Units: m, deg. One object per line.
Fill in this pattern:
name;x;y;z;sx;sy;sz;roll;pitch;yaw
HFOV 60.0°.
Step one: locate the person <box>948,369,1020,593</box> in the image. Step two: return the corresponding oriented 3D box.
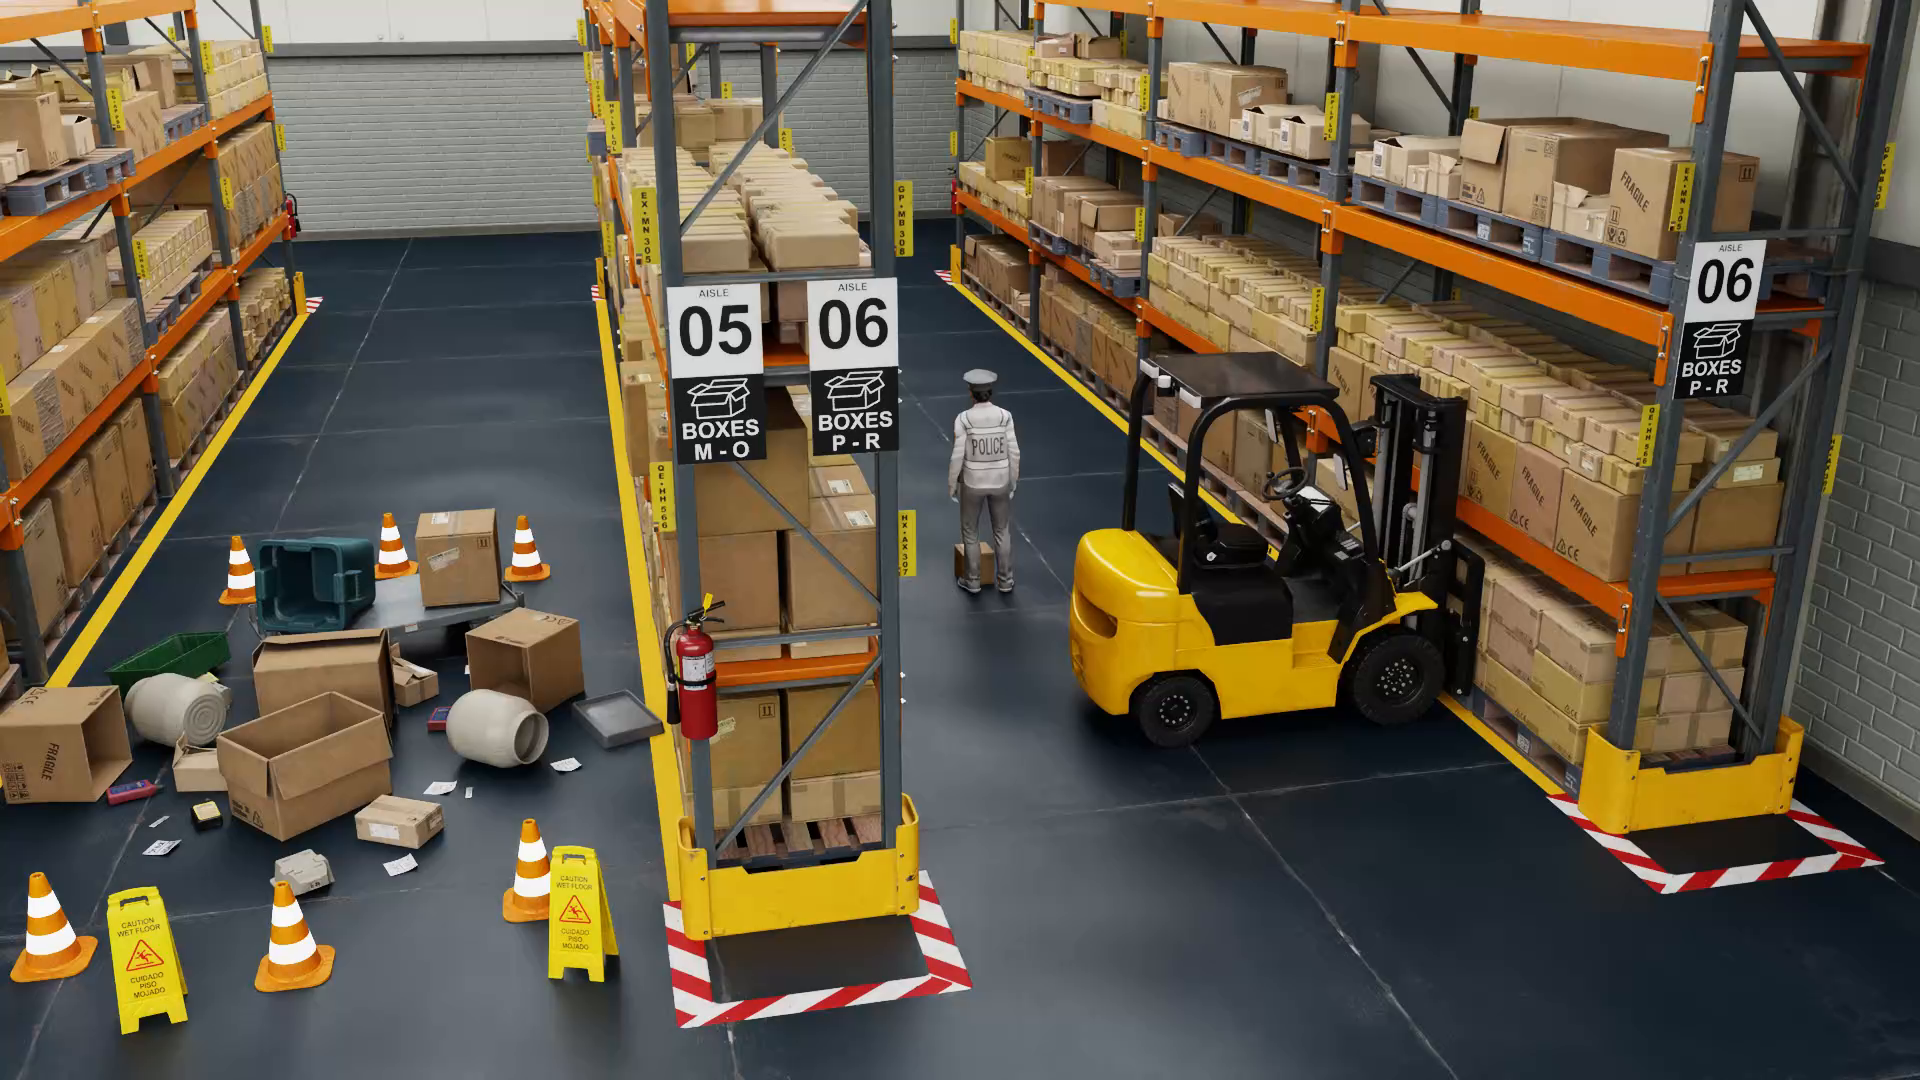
person;0.171;-0.410;12.208;0.529;1.664;0.403;-4;20;-12
